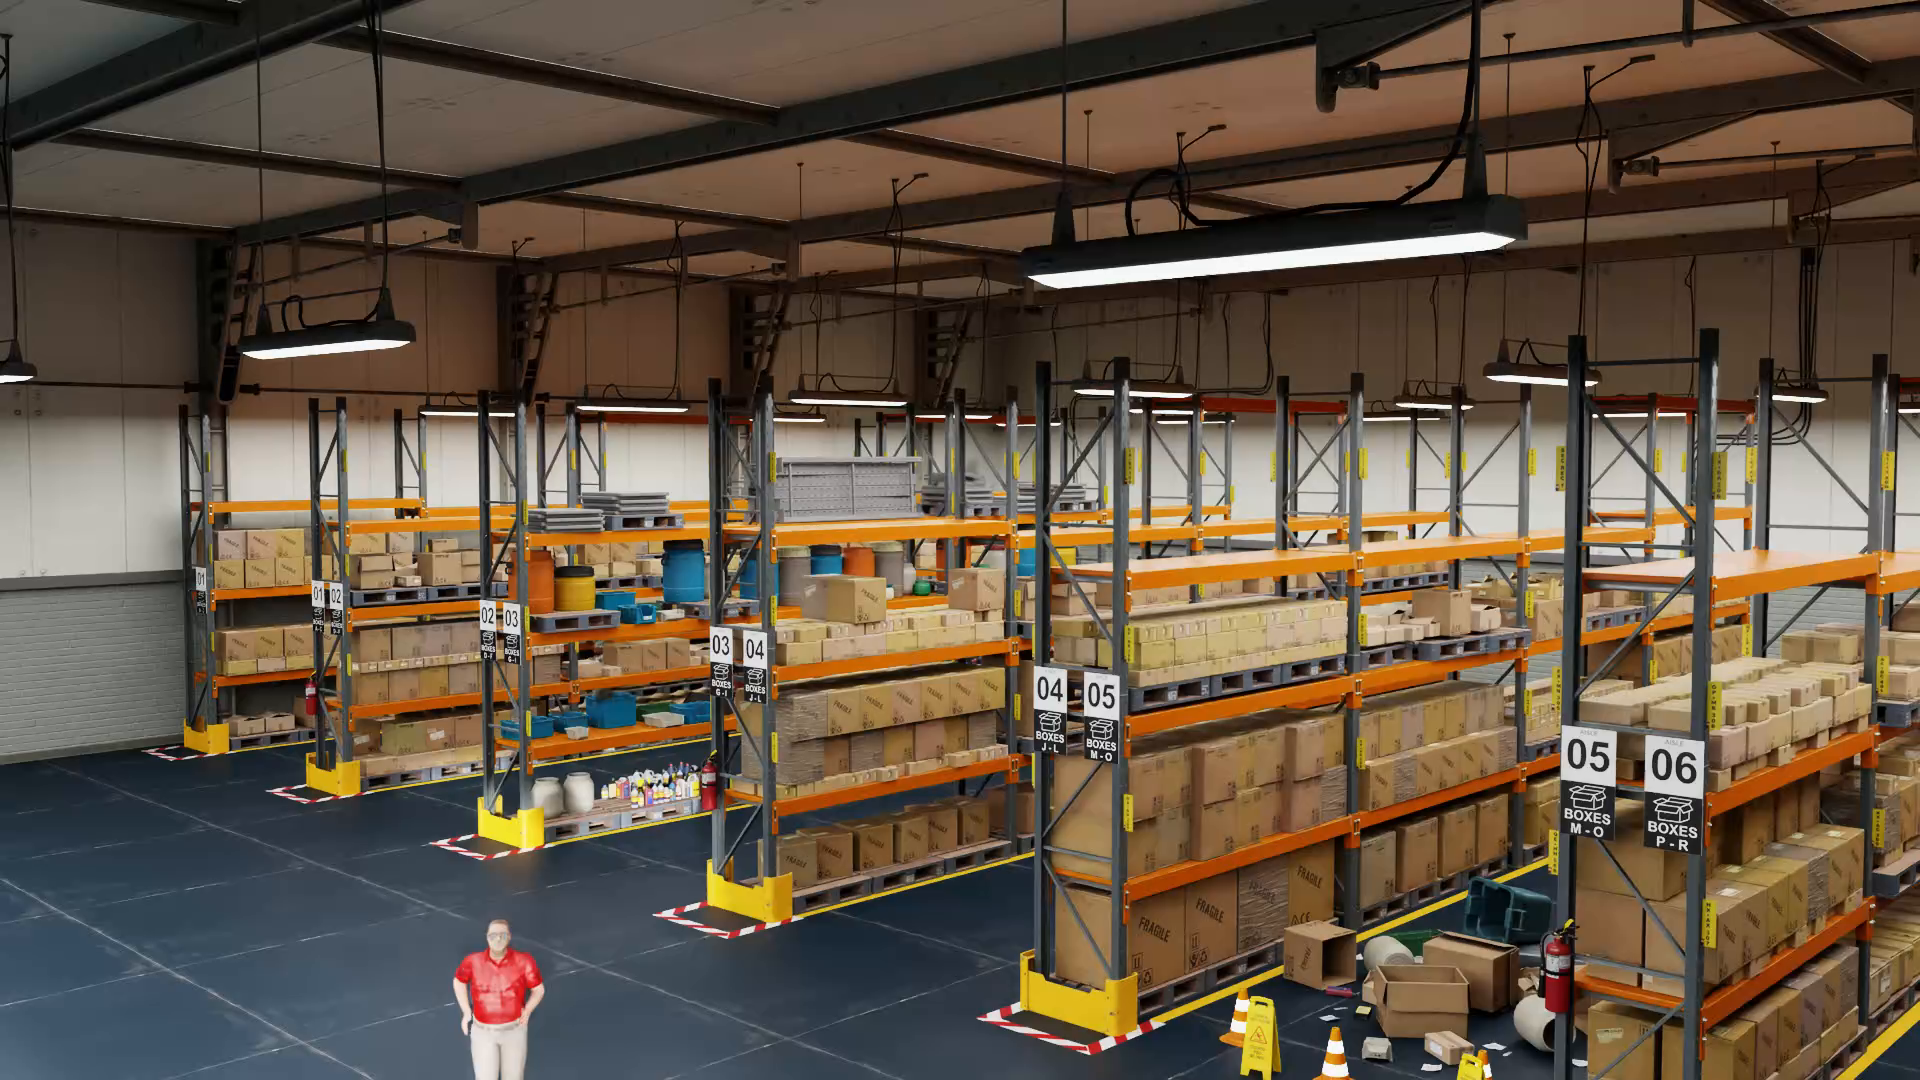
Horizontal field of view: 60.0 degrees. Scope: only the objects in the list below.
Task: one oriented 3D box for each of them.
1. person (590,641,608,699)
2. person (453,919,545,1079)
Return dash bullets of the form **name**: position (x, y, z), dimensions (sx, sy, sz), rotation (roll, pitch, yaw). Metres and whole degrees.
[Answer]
- **person**: position (-6.679, 2.715, 30.991), dimensions (0.588, 1.685, 0.768), rotation (3, 4, 44)
- **person**: position (-3.423, 3.669, 12.352), dimensions (0.663, 1.731, 0.903), rotation (-1, 3, -14)
